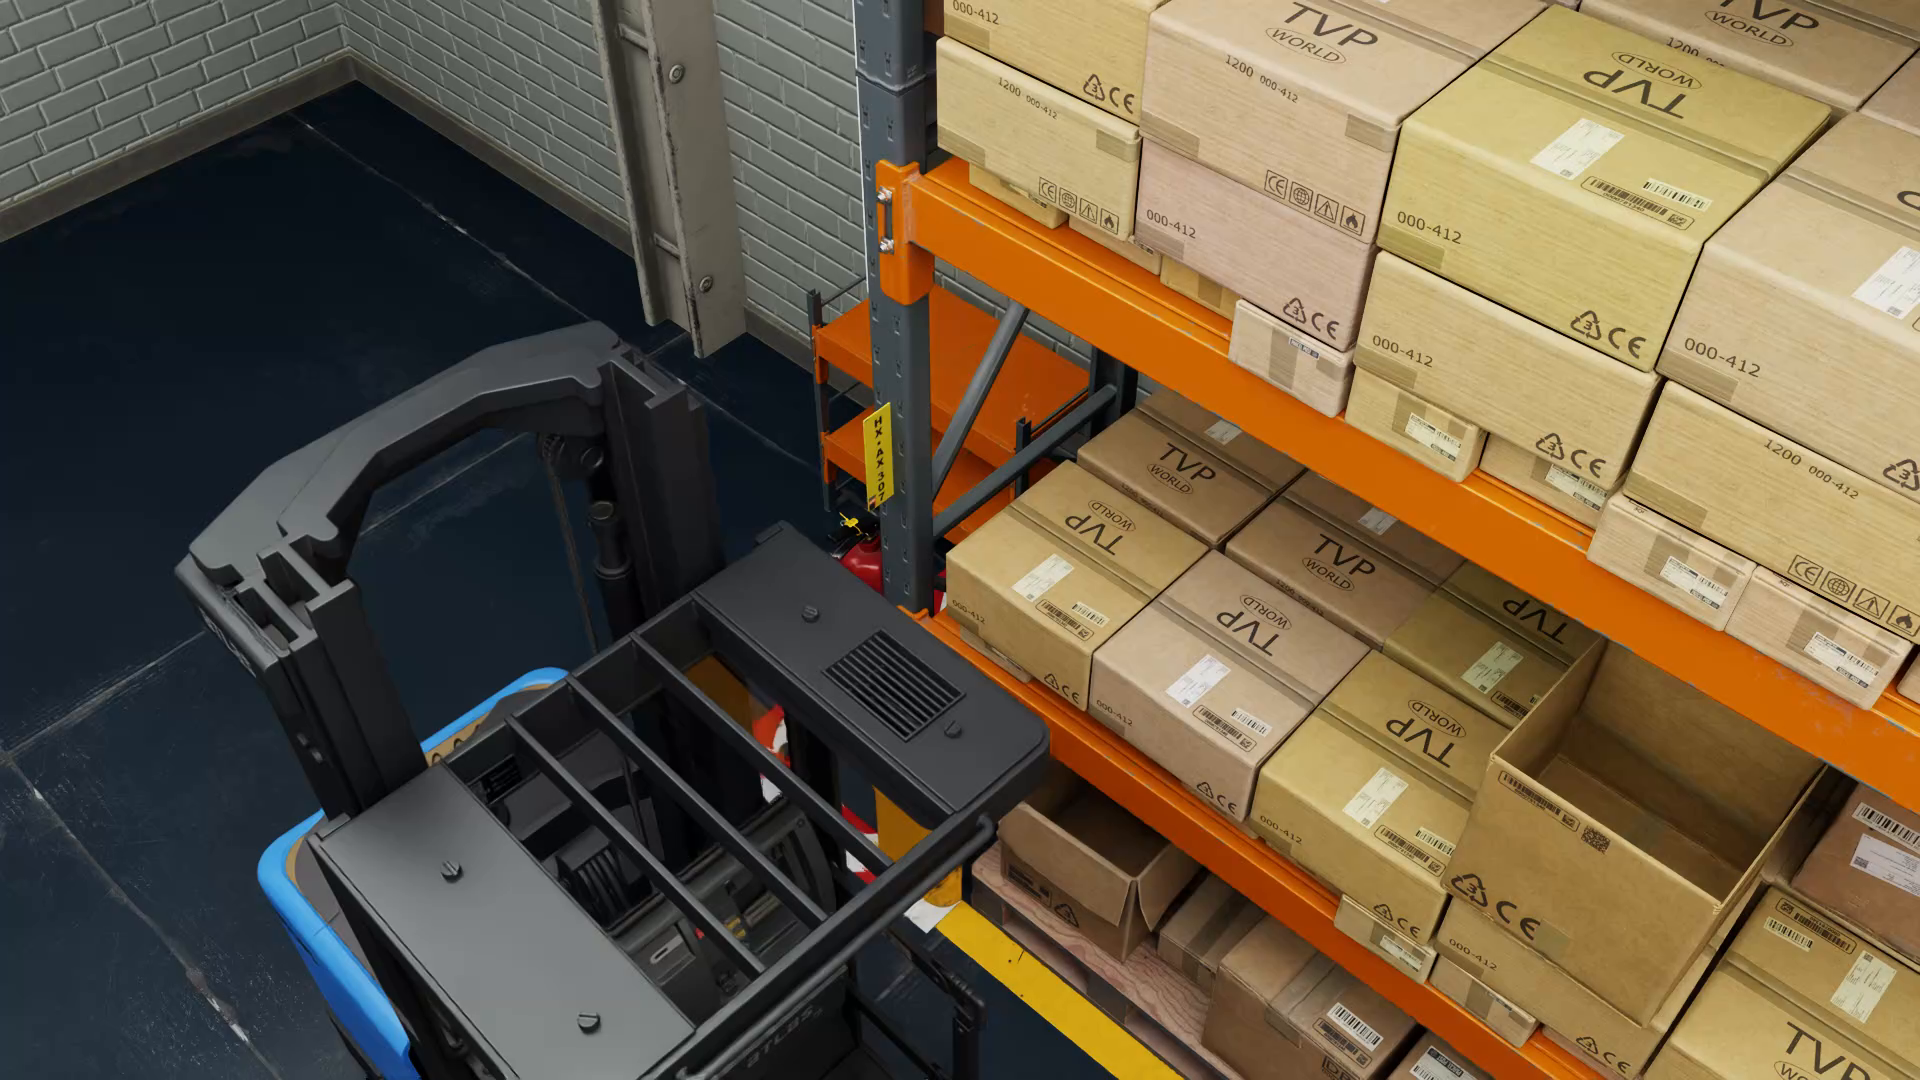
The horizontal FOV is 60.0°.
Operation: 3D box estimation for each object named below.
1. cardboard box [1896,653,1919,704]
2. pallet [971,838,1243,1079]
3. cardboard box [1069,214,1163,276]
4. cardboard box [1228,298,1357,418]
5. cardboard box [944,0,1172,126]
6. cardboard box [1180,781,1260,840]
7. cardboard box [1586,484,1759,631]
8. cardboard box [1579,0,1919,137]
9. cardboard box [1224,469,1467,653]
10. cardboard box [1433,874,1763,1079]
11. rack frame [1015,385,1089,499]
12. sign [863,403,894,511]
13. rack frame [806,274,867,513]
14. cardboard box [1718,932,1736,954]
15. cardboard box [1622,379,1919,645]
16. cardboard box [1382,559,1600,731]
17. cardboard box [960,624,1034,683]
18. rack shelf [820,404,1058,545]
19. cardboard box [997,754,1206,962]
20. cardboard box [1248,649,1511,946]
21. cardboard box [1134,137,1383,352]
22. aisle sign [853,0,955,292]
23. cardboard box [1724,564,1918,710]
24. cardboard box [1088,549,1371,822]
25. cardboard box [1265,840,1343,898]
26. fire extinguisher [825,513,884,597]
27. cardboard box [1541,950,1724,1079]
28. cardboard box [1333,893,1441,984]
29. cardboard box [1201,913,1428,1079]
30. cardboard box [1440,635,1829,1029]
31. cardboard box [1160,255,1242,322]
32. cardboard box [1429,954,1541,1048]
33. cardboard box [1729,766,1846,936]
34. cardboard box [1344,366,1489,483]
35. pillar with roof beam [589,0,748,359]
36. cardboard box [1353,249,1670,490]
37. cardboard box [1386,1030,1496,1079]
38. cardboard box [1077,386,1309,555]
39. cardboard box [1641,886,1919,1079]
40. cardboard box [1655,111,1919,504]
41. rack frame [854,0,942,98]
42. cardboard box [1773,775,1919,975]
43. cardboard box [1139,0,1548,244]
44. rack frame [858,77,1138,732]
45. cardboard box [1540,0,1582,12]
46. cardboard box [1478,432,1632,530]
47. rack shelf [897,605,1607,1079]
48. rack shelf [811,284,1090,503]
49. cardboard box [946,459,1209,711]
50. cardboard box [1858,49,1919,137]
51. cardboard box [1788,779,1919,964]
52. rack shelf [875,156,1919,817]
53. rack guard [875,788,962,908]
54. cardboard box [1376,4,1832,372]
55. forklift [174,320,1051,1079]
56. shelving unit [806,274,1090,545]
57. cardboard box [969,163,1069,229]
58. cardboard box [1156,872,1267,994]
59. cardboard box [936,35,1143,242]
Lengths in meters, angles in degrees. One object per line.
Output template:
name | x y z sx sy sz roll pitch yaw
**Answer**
cardboard box | 1.723 0.157 2.659 0.250 0.149 0.380 34 56 28
pallet | 0.803 1.179 5.499 1.213 0.211 1.003 34 55 28
cardboard box | 0.448 -0.750 3.511 0.250 0.149 0.380 35 56 28
cardboard box | 0.738 -0.436 3.216 0.250 0.149 0.380 35 56 28
cardboard box | 0.317 -1.101 3.225 0.500 0.250 0.500 33 55 27
cardboard box | 0.796 0.559 4.340 0.250 0.149 0.380 36 56 29
cardboard box | 1.298 -0.056 2.859 0.250 0.149 0.380 34 55 28
cardboard box | 1.444 -0.878 3.015 0.500 0.250 0.500 34 56 28
cardboard box | 1.057 0.083 4.513 0.500 0.250 0.500 34 55 28
cardboard box | 1.447 0.851 3.793 0.500 0.250 0.500 33 55 27
rack frame | 0.369 -0.137 6.107 0.032 1.125 0.500 34 55 28
sign | -0.207 -0.213 4.298 0.005 0.325 0.100 34 55 28
rack frame | -0.380 -0.638 6.578 0.032 1.125 0.500 34 55 28
cardboard box | 1.876 0.807 4.107 0.250 0.149 0.380 36 56 29
cardboard box | 1.453 -0.175 2.698 0.500 0.250 0.500 33 55 27
cardboard box | 1.418 0.331 4.281 0.500 0.250 0.500 36 56 29
cardboard box | 0.216 0.189 4.688 0.250 0.149 0.380 34 55 27
rack shelf | -0.005 -0.220 6.520 1.000 0.278 0.538 34 55 28
cardboard box | 0.546 0.857 5.312 0.637 0.503 0.797 32 54 26
cardboard box | 1.057 0.609 4.019 0.500 0.250 0.500 33 55 27
cardboard box | 0.689 -0.678 3.170 0.500 0.250 0.500 35 56 28
aisle sign | -0.088 -0.973 3.823 0.004 0.787 0.394 34 55 28
cardboard box | 1.484 0.065 2.746 0.250 0.149 0.380 35 56 28
cardboard box | 0.682 0.360 4.253 0.500 0.250 0.500 35 56 28
cardboard box | 0.995 0.687 4.220 0.250 0.149 0.380 35 56 28
fire extinguisher | -0.261 0.122 4.887 0.183 0.674 0.296 34 55 28
cardboard box | 1.573 1.062 3.868 0.250 0.149 0.380 34 55 28
cardboard box | 1.129 0.852 4.065 0.250 0.149 0.380 32 55 27
cardboard box | 1.148 1.302 4.897 0.700 0.500 0.500 -36 56 -29
cardboard box | 1.414 0.596 3.517 0.500 0.500 0.500 35 56 28
cardboard box | 0.625 -0.614 3.384 0.250 0.149 0.380 34 56 28
cardboard box | 1.337 0.971 3.953 0.250 0.149 0.380 35 56 28
cardboard box | 1.802 0.589 4.038 0.500 0.250 0.500 34 55 28
cardboard box | 0.935 -0.310 3.098 0.250 0.149 0.380 34 55 28
pillar with roof beam | -4.129 -1.770 2.239 0.400 9.000 9.100 34 55 28
cardboard box | 1.057 -0.418 2.927 0.500 0.250 0.500 32 55 27
cardboard box | 1.469 1.617 4.601 0.500 0.500 0.500 35 56 28
cardboard box | 0.679 -0.172 4.753 0.500 0.250 0.500 36 56 29
cardboard box | 1.825 1.106 3.553 0.500 0.250 0.500 34 55 27
cardboard box | 1.437 -0.352 2.521 0.500 0.250 0.500 35 56 29
rack frame | 0.161 -2.260 2.700 0.127 3.000 1.000 34 55 28
cardboard box | 2.168 0.830 3.812 0.500 0.250 0.500 35 56 28
cardboard box | 0.678 -0.840 2.979 0.500 0.250 0.500 34 55 27
rack frame | 0.161 -0.207 4.887 0.127 3.000 1.000 34 55 28
cardboard box | 1.059 -1.128 3.249 0.500 0.250 0.500 32 55 27
cardboard box | 1.159 -0.221 3.014 0.250 0.149 0.380 33 55 27
rack shelf | 1.631 1.028 4.221 4.000 0.370 1.077 34 55 28
rack shelf | -0.005 -0.588 6.129 1.000 0.278 0.538 34 55 28
cardboard box | 0.312 0.111 4.487 0.500 0.250 0.500 34 56 28
cardboard box | 1.794 -0.617 2.770 0.500 0.250 0.500 34 55 28
cardboard box | 2.186 0.585 3.528 0.500 0.500 0.500 32 55 27
rack shelf | 1.631 0.001 3.127 4.000 0.370 1.077 34 55 28
rack guard | 0.217 0.686 5.763 0.348 0.500 1.175 34 55 28
cardboard box | 1.056 -0.599 2.753 0.500 0.250 0.500 33 55 27
forklift | -0.524 1.094 3.712 1.130 2.935 3.031 -36 56 -29
shelving unit | -0.005 -0.387 6.342 1.048 1.125 0.538 34 55 28
cardboard box | 0.237 -0.866 3.620 0.250 0.149 0.380 35 56 28
cardboard box | 0.832 1.209 5.225 0.250 0.149 0.380 32 54 26
cardboard box | 0.302 -0.918 3.396 0.500 0.250 0.500 33 55 27
